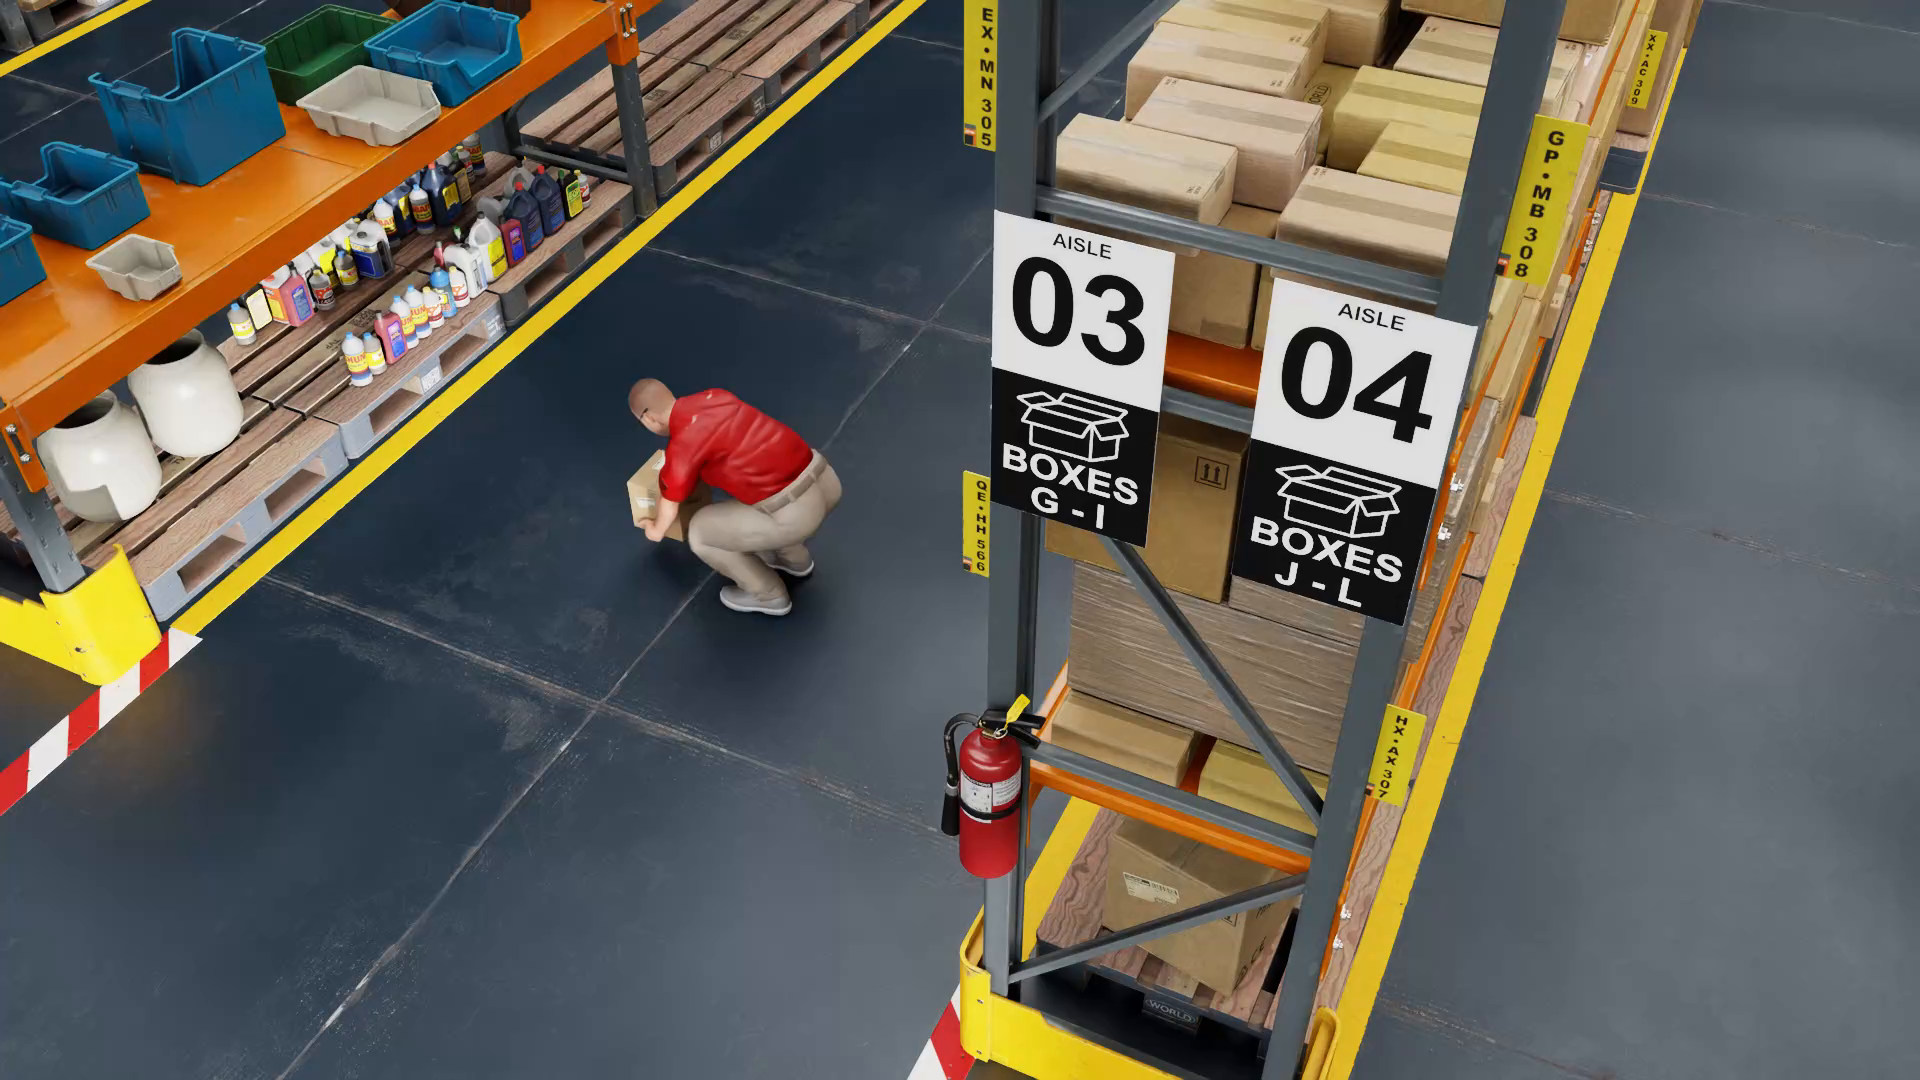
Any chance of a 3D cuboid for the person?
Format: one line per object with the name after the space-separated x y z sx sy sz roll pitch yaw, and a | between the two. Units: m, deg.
-0.947 -0.206 6.972 0.894 0.984 0.522 16 44 17 | person
